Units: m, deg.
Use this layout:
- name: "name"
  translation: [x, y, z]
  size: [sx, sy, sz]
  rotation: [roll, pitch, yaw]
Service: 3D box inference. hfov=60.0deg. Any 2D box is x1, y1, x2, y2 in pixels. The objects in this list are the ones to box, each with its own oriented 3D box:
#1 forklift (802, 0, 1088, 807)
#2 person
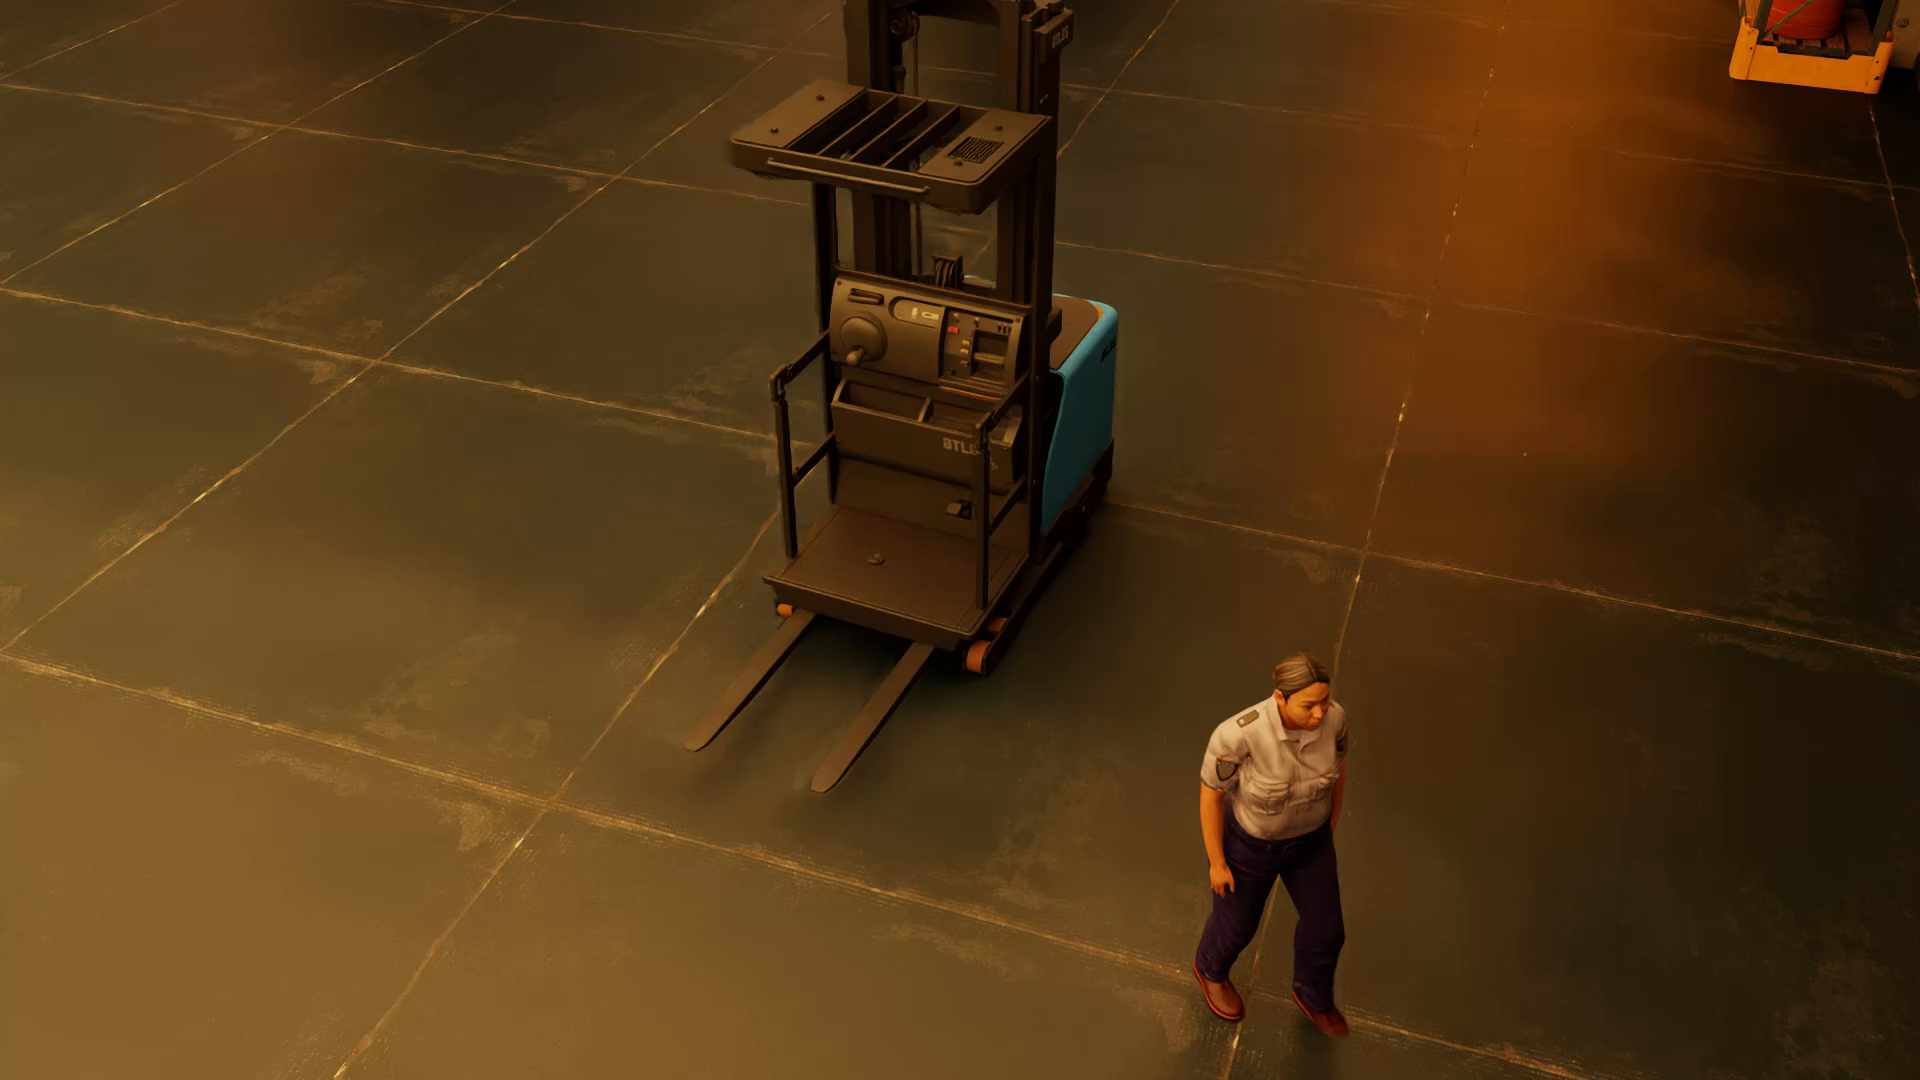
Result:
- name: "forklift"
  translation: [-0.031, -0.824, 7.273]
  size: [1.130, 2.935, 3.031]
  rotation: [2, 35, 3]
- name: "person"
  translation: [1.069, 1.079, 5.711]
  size: [0.564, 1.666, 0.438]
  rotation: [6, 36, 9]
